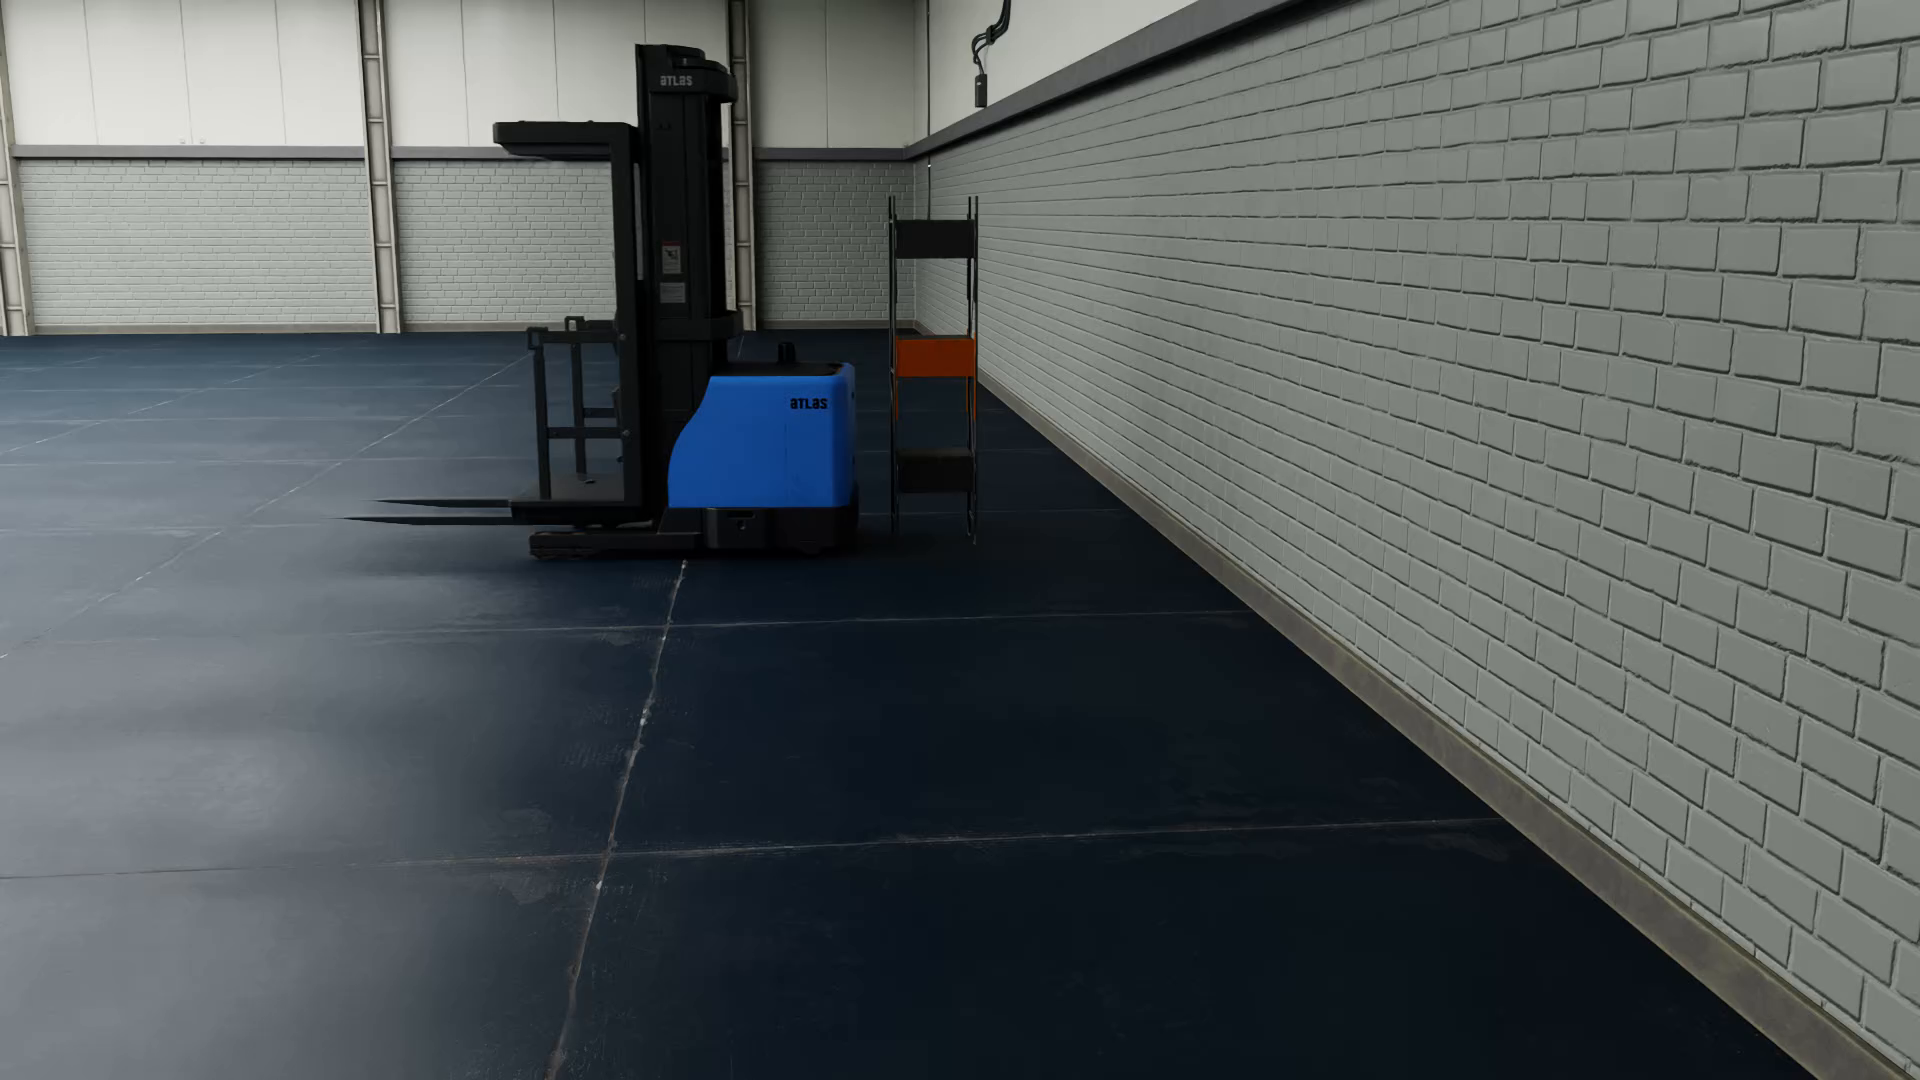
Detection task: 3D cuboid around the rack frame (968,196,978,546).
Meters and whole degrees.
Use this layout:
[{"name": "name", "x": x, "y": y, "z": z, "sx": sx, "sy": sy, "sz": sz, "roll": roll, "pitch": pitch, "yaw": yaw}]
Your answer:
[{"name": "rack frame", "x": 0.078, "y": -1.032, "z": 10.174, "sx": 0.015, "sy": 2.100, "sz": 0.400, "roll": -1, "pitch": 11, "yaw": -6}]

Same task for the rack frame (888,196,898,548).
[{"name": "rack frame", "x": -0.407, "y": -1.022, "z": 10.122, "sx": 0.015, "sy": 2.100, "sz": 0.400, "roll": -1, "pitch": 11, "yaw": -6}]

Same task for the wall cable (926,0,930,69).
[{"name": "wall cable", "x": -0.385, "y": -8.323, "z": 24.334, "sx": 0.112, "sy": 2.526, "sz": 3.097, "roll": -1, "pitch": 11, "yaw": -6}]

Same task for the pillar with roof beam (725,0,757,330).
[{"name": "pillar with roof beam", "x": -3.284, "y": -7.254, "z": 23.939, "sx": 0.400, "sy": 9.000, "sz": 9.100, "roll": -1, "pitch": 11, "yaw": -6}]

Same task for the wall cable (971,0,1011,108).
[{"name": "wall cable", "x": 0.332, "y": -7.735, "z": 17.570, "sx": 0.169, "sy": 6.003, "sz": 2.305, "roll": -1, "pitch": 11, "yaw": -6}]

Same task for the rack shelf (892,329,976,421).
[{"name": "rack shelf", "x": -0.165, "y": -1.013, "z": 10.151, "sx": 0.480, "sy": 0.518, "sz": 0.431, "roll": -1, "pitch": 11, "yaw": -6}]

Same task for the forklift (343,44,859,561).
[{"name": "forklift", "x": -2.162, "y": -1.420, "z": 9.992, "sx": 3.031, "sy": 2.935, "sz": 1.130, "roll": 0, "pitch": 11, "yaw": -1}]

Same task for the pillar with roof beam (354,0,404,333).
[{"name": "pillar with roof beam", "x": -9.249, "y": -7.129, "z": 23.303, "sx": 0.400, "sy": 9.000, "sz": 9.100, "roll": -1, "pitch": 11, "yaw": -6}]

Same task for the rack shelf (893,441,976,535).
[{"name": "rack shelf", "x": -0.165, "y": -0.327, "z": 10.286, "sx": 0.480, "sy": 0.518, "sz": 0.431, "roll": -1, "pitch": 11, "yaw": -6}]

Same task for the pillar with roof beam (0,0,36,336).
[{"name": "pillar with roof beam", "x": -15.214, "y": -7.004, "z": 22.667, "sx": 0.400, "sy": 9.000, "sz": 9.100, "roll": -1, "pitch": 11, "yaw": -6}]

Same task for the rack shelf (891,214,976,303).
[{"name": "rack shelf", "x": -0.165, "y": -1.700, "z": 10.016, "sx": 0.480, "sy": 0.518, "sz": 0.431, "roll": -1, "pitch": 11, "yaw": -6}]

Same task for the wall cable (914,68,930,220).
[{"name": "wall cable", "x": -0.677, "y": -6.364, "z": 27.460, "sx": 0.112, "sy": 2.526, "sz": 3.097, "roll": -1, "pitch": 11, "yaw": -6}]

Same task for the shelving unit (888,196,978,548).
[{"name": "shelving unit", "x": -0.165, "y": -1.027, "z": 10.148, "sx": 0.503, "sy": 2.100, "sz": 0.431, "roll": -1, "pitch": 11, "yaw": -6}]
